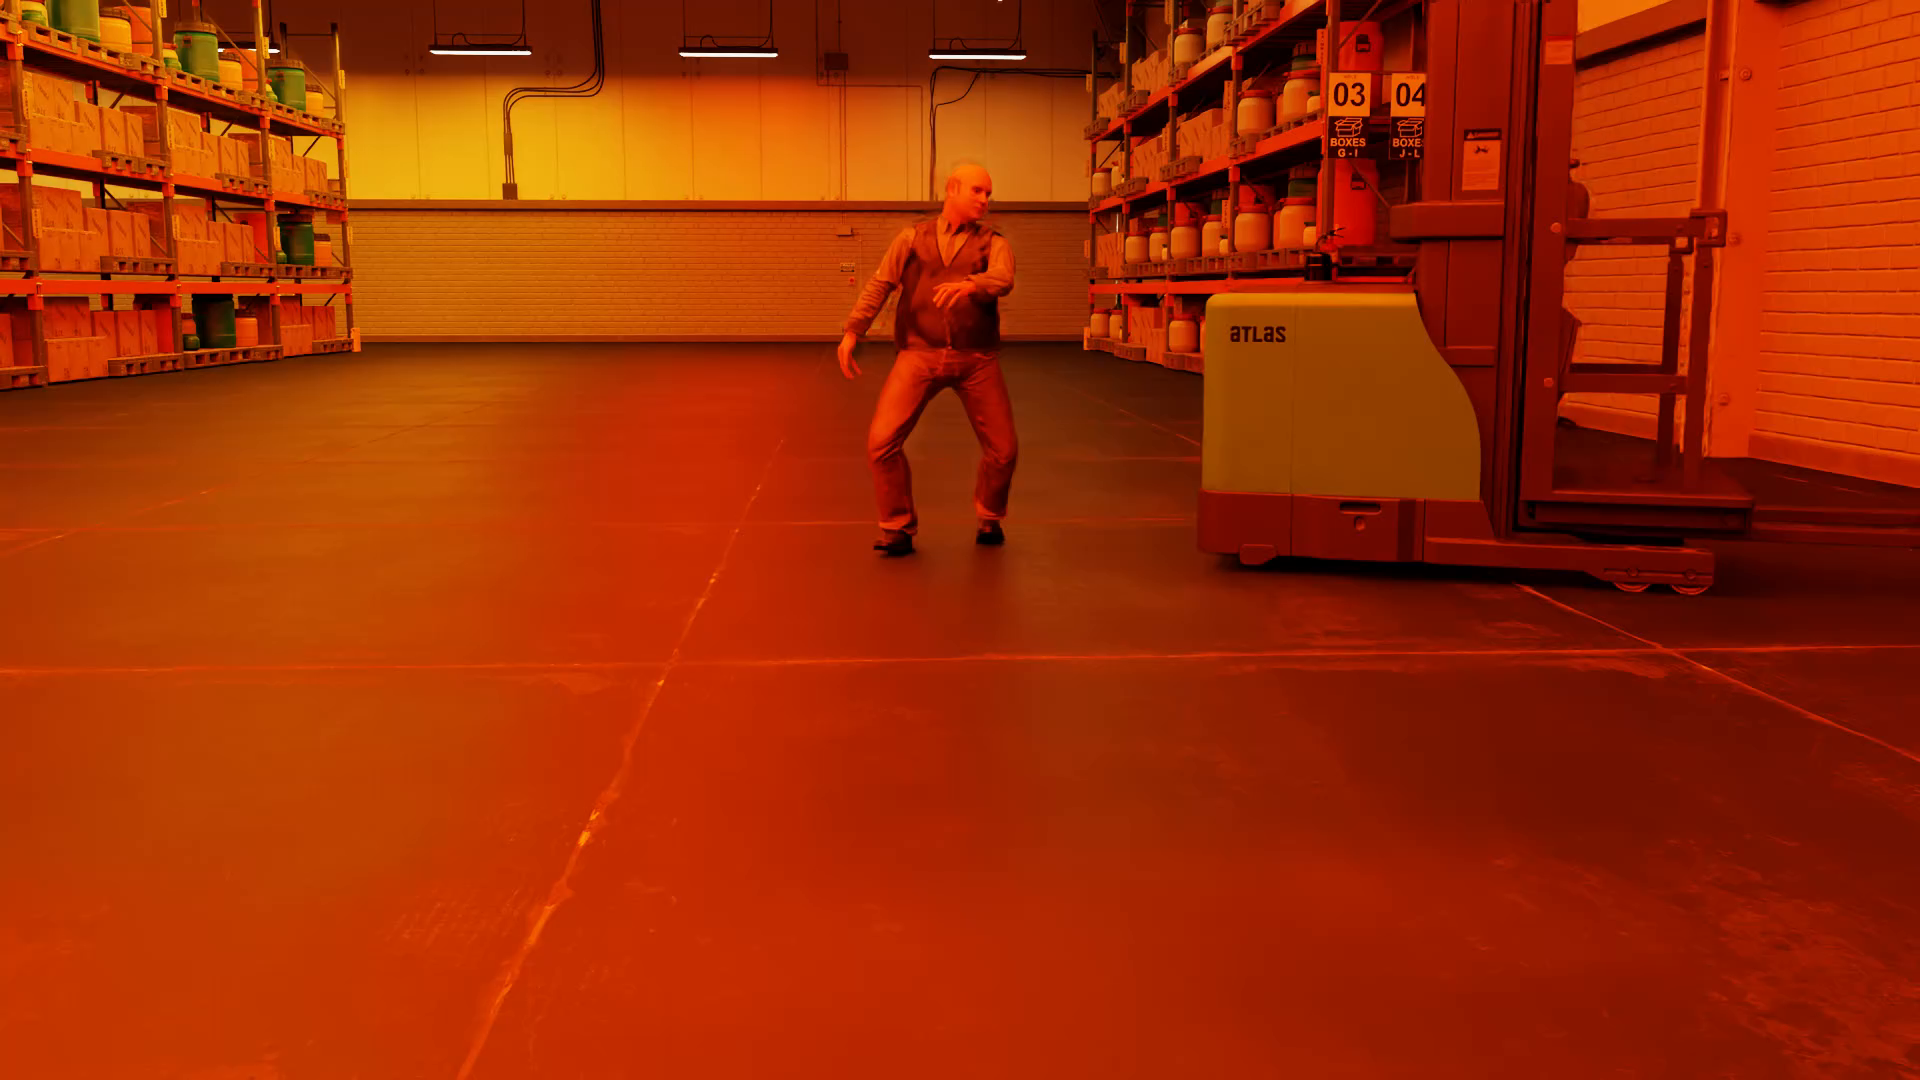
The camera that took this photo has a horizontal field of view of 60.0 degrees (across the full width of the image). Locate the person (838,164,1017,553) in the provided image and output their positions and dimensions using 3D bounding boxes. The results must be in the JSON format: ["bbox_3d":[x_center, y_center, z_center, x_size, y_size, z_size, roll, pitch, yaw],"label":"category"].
[{"bbox_3d":[-0.125,-0.751,6.899,0.758,1.608,0.842,-1,8,-6],"label":"person"}]

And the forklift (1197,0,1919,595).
[{"bbox_3d":[2.513,-1.338,6.345,3.031,2.935,1.130,3,9,17],"label":"forklift"}]
